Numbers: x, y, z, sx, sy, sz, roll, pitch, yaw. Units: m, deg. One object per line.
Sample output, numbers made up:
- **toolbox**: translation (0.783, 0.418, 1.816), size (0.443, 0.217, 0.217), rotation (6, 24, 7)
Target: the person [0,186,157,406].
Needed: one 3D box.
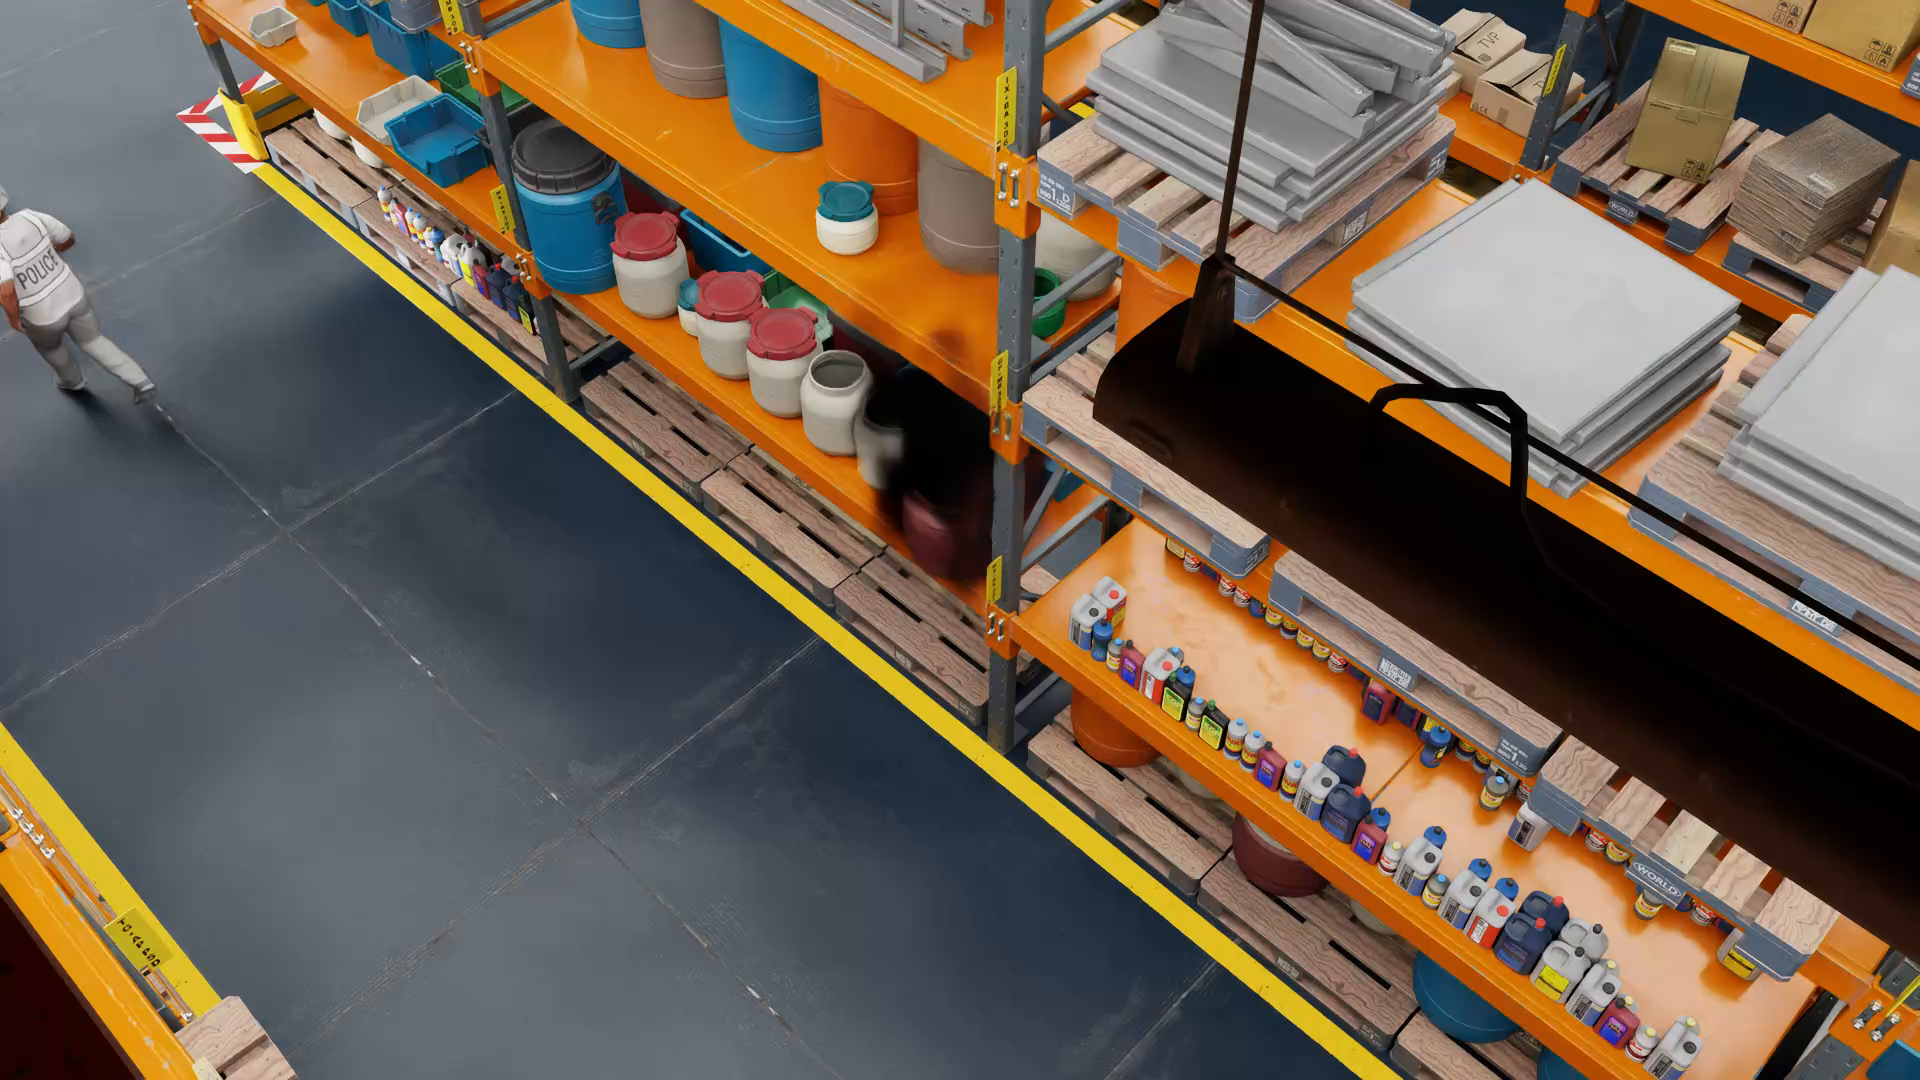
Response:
- **person**: translation (-5.718, -1.485, 10.492), size (1.018, 1.784, 0.686), rotation (21, 53, 17)
